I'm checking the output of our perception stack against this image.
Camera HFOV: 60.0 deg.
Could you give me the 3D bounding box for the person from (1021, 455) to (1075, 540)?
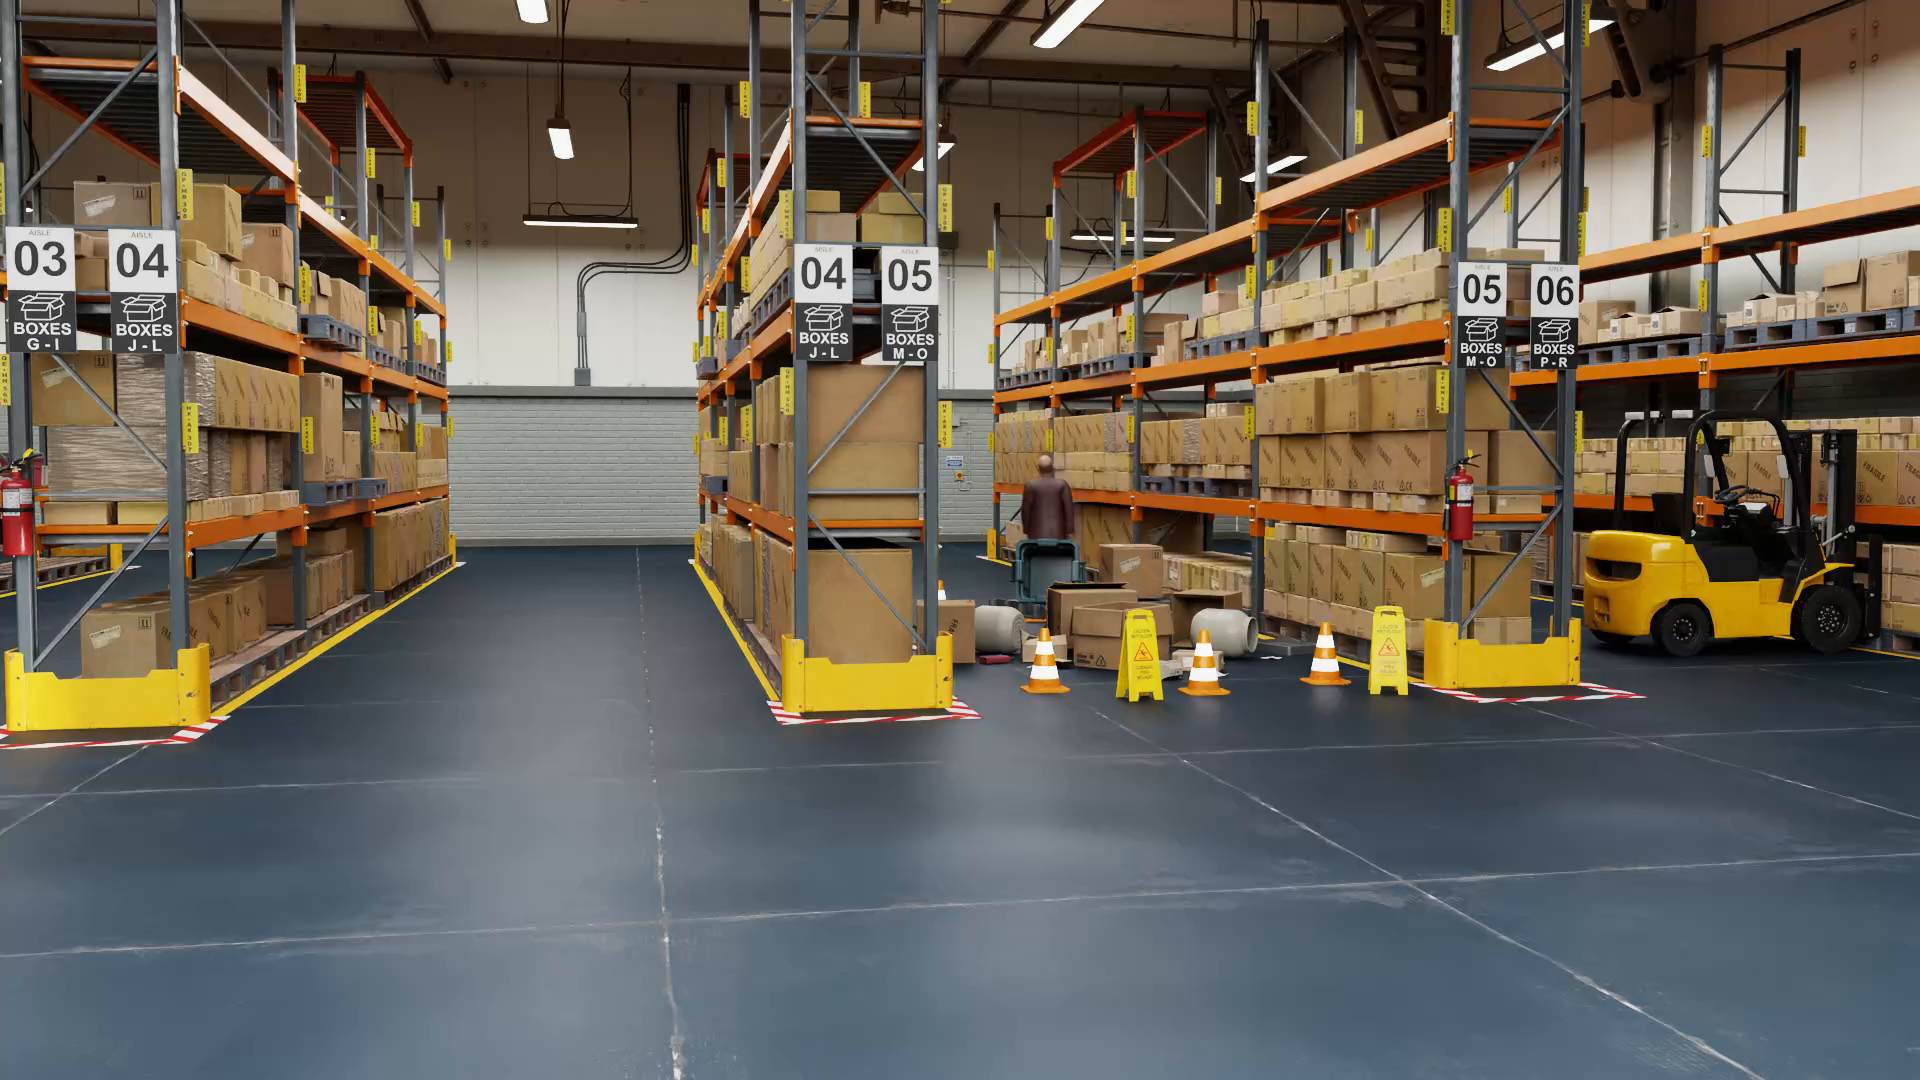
[{"bbox_3d":[0.970,-0.074,18.526,0.576,1.736,1.105,-1,3,-10],"label":"person"}]
